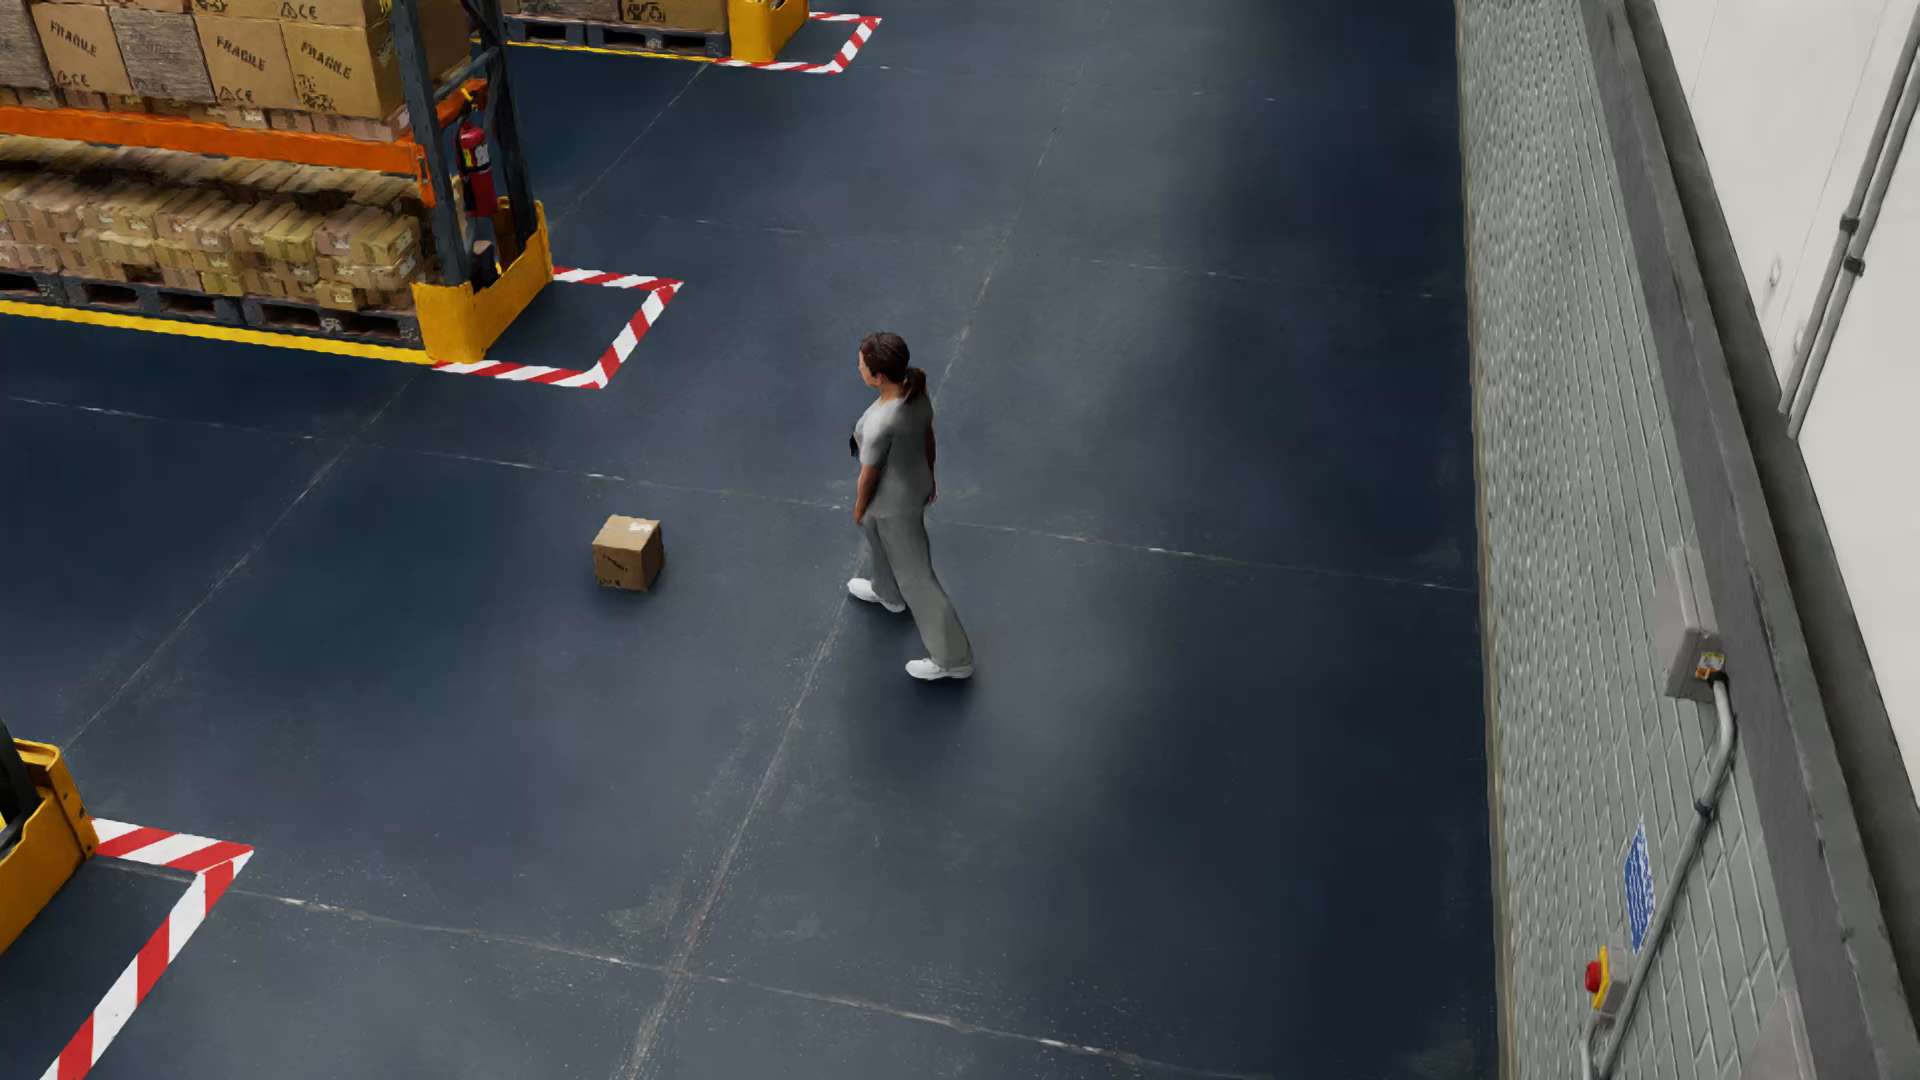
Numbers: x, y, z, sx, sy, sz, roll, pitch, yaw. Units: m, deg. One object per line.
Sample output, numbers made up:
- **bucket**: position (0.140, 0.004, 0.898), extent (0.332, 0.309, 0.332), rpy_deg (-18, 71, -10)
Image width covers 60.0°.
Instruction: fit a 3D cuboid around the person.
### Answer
- **person**: position (-0.249, -0.184, 7.250), extent (0.788, 1.611, 0.534), rpy_deg (14, 39, 17)
